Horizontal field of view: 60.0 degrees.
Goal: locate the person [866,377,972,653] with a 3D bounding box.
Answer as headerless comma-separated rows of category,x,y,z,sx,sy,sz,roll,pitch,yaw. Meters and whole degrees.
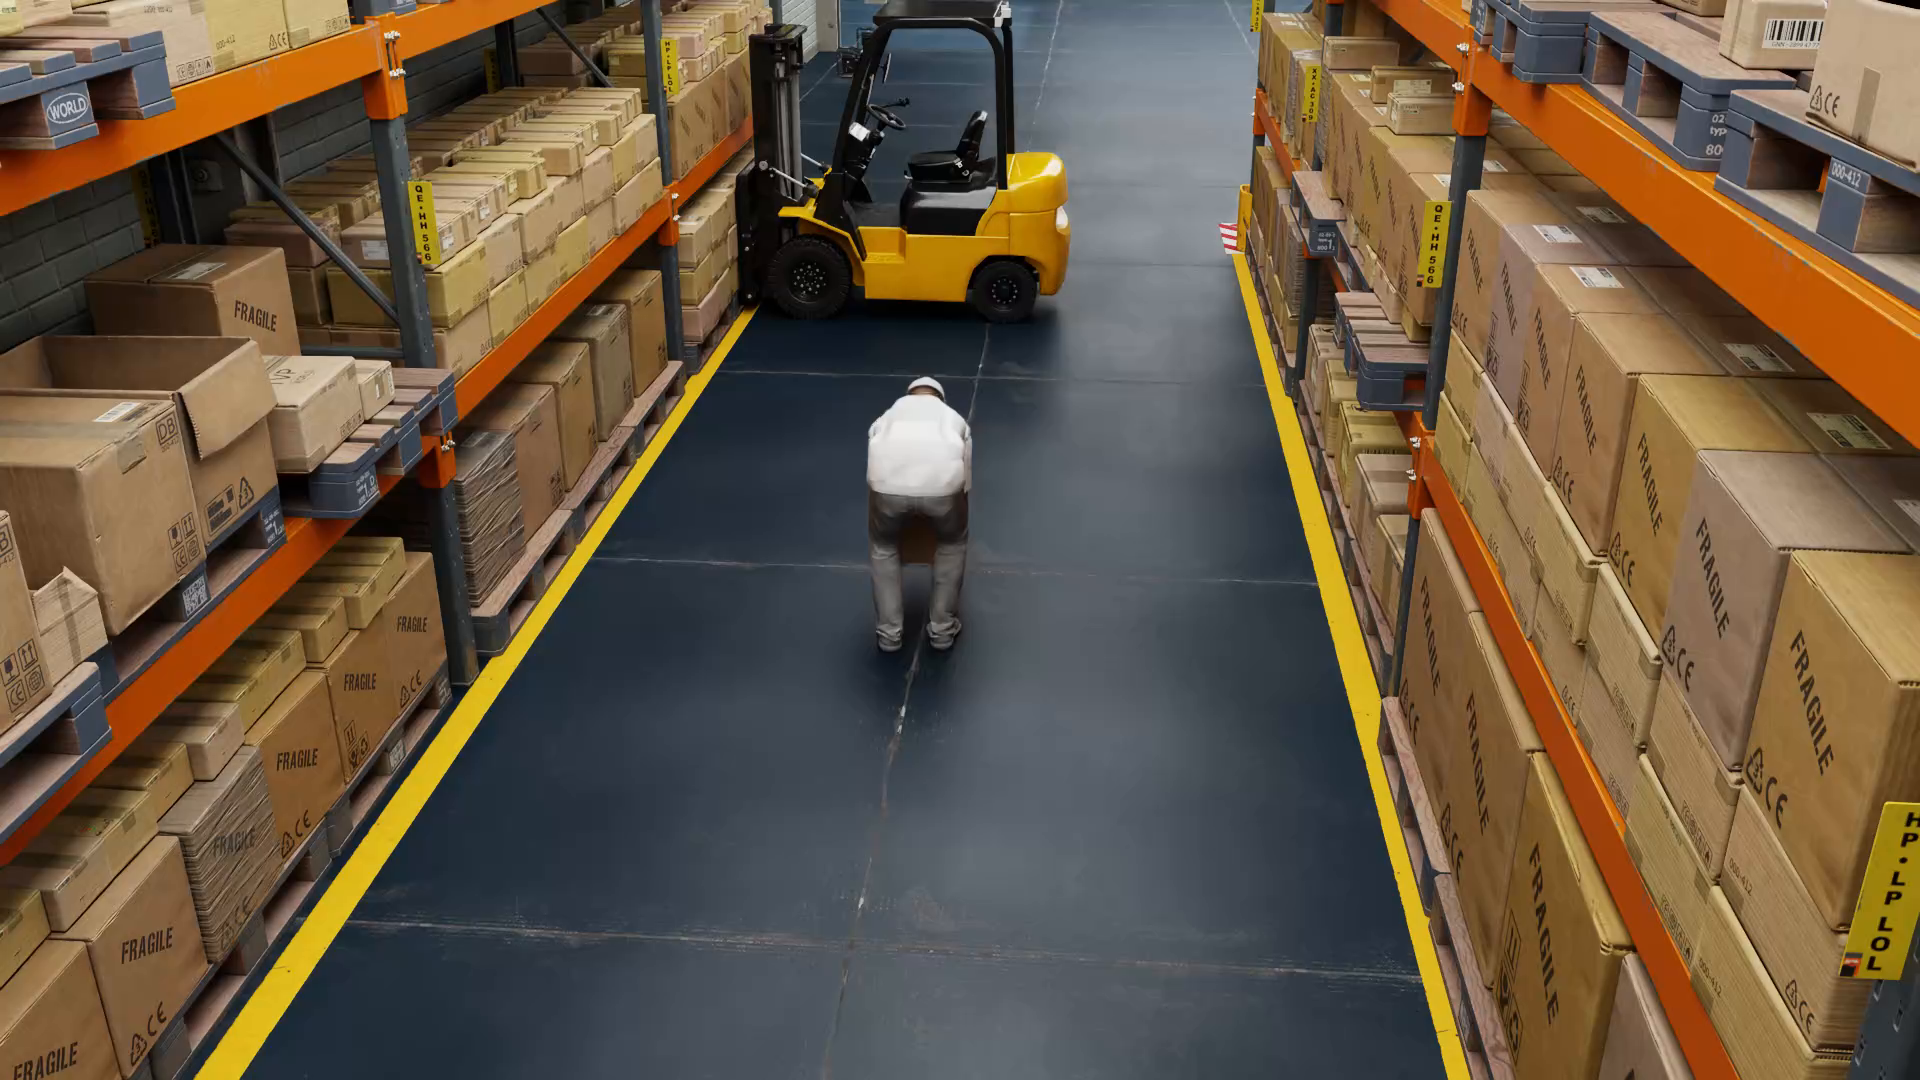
person,-0.186,-0.127,7.661,0.477,1.096,0.981,1,24,2
